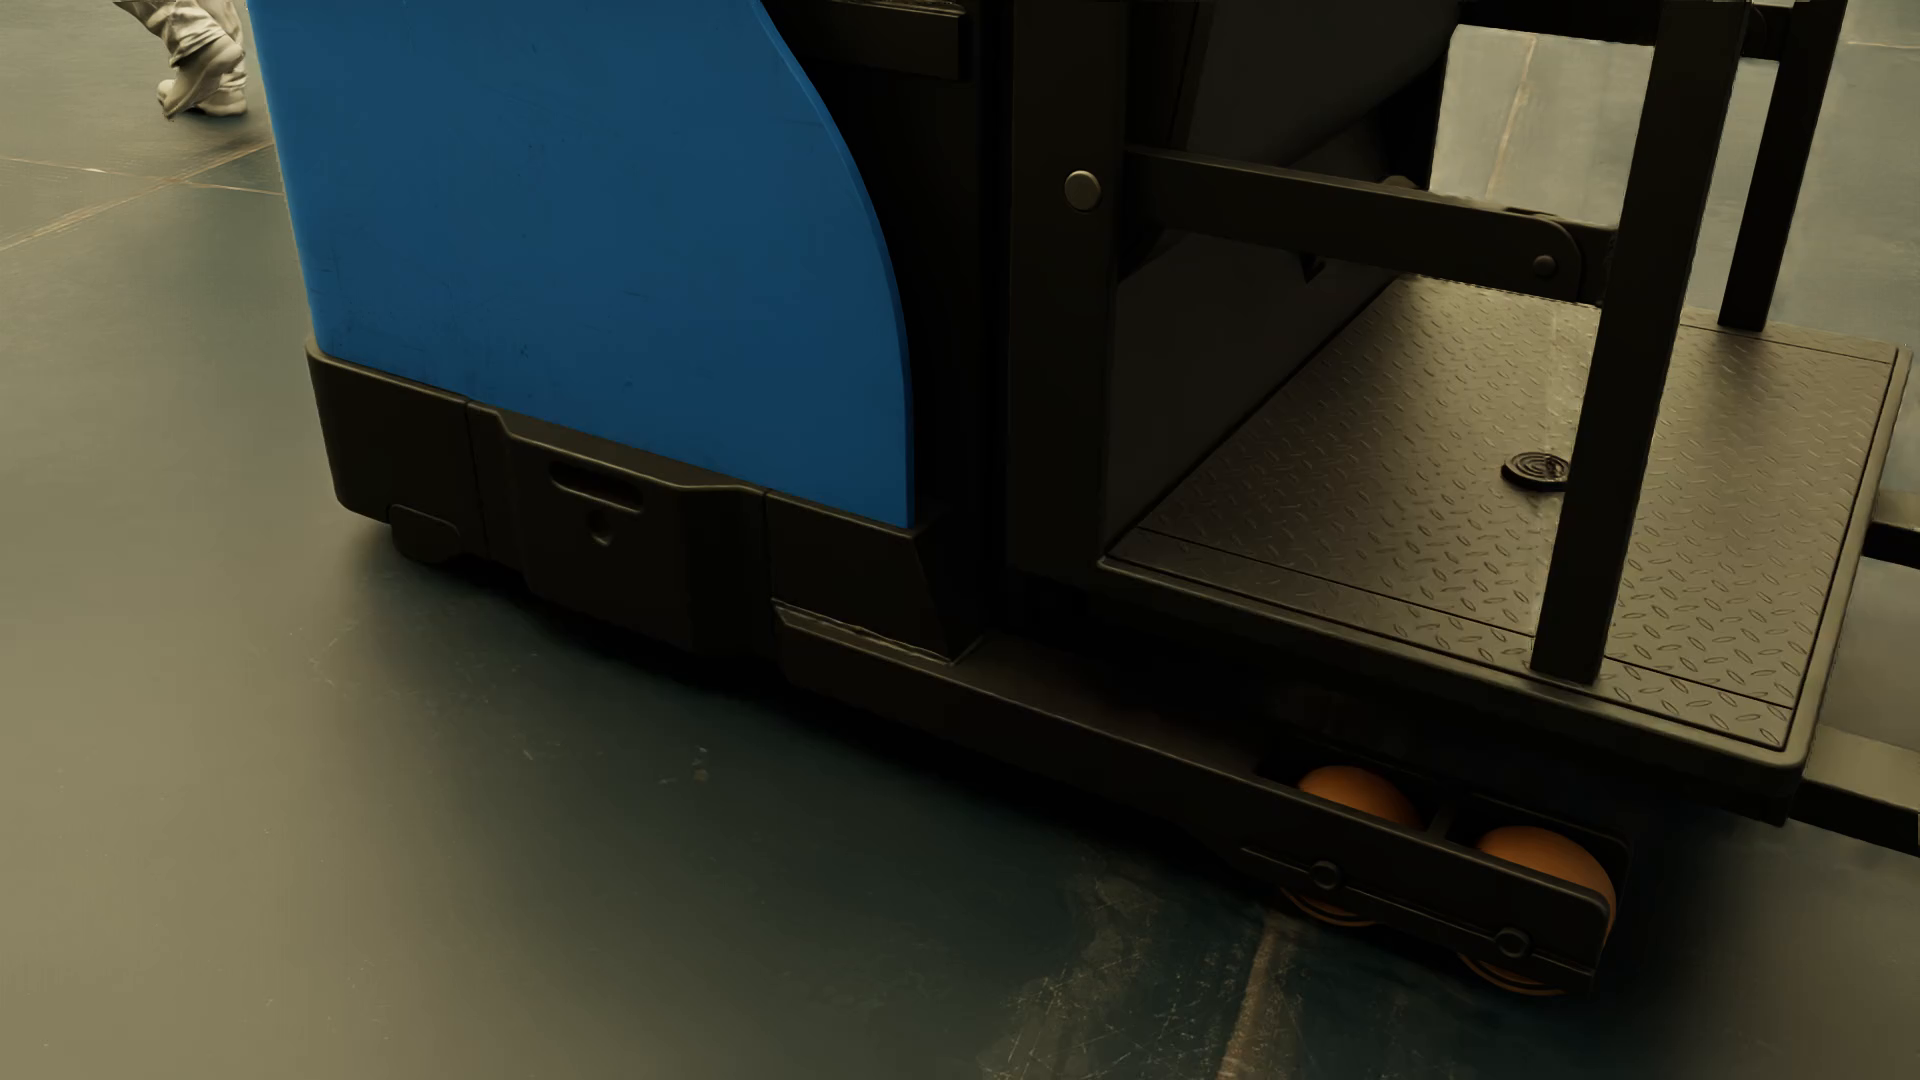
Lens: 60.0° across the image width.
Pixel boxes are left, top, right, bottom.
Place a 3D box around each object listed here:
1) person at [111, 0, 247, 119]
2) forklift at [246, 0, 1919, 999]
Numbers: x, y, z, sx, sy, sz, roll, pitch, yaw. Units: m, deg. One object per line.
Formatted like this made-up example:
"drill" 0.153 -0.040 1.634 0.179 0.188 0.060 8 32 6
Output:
"person" -2.029 -1.907 4.078 0.543 1.765 0.797 12 32 20
"forklift" 0.593 -1.115 1.495 3.031 2.935 1.130 17 33 27
